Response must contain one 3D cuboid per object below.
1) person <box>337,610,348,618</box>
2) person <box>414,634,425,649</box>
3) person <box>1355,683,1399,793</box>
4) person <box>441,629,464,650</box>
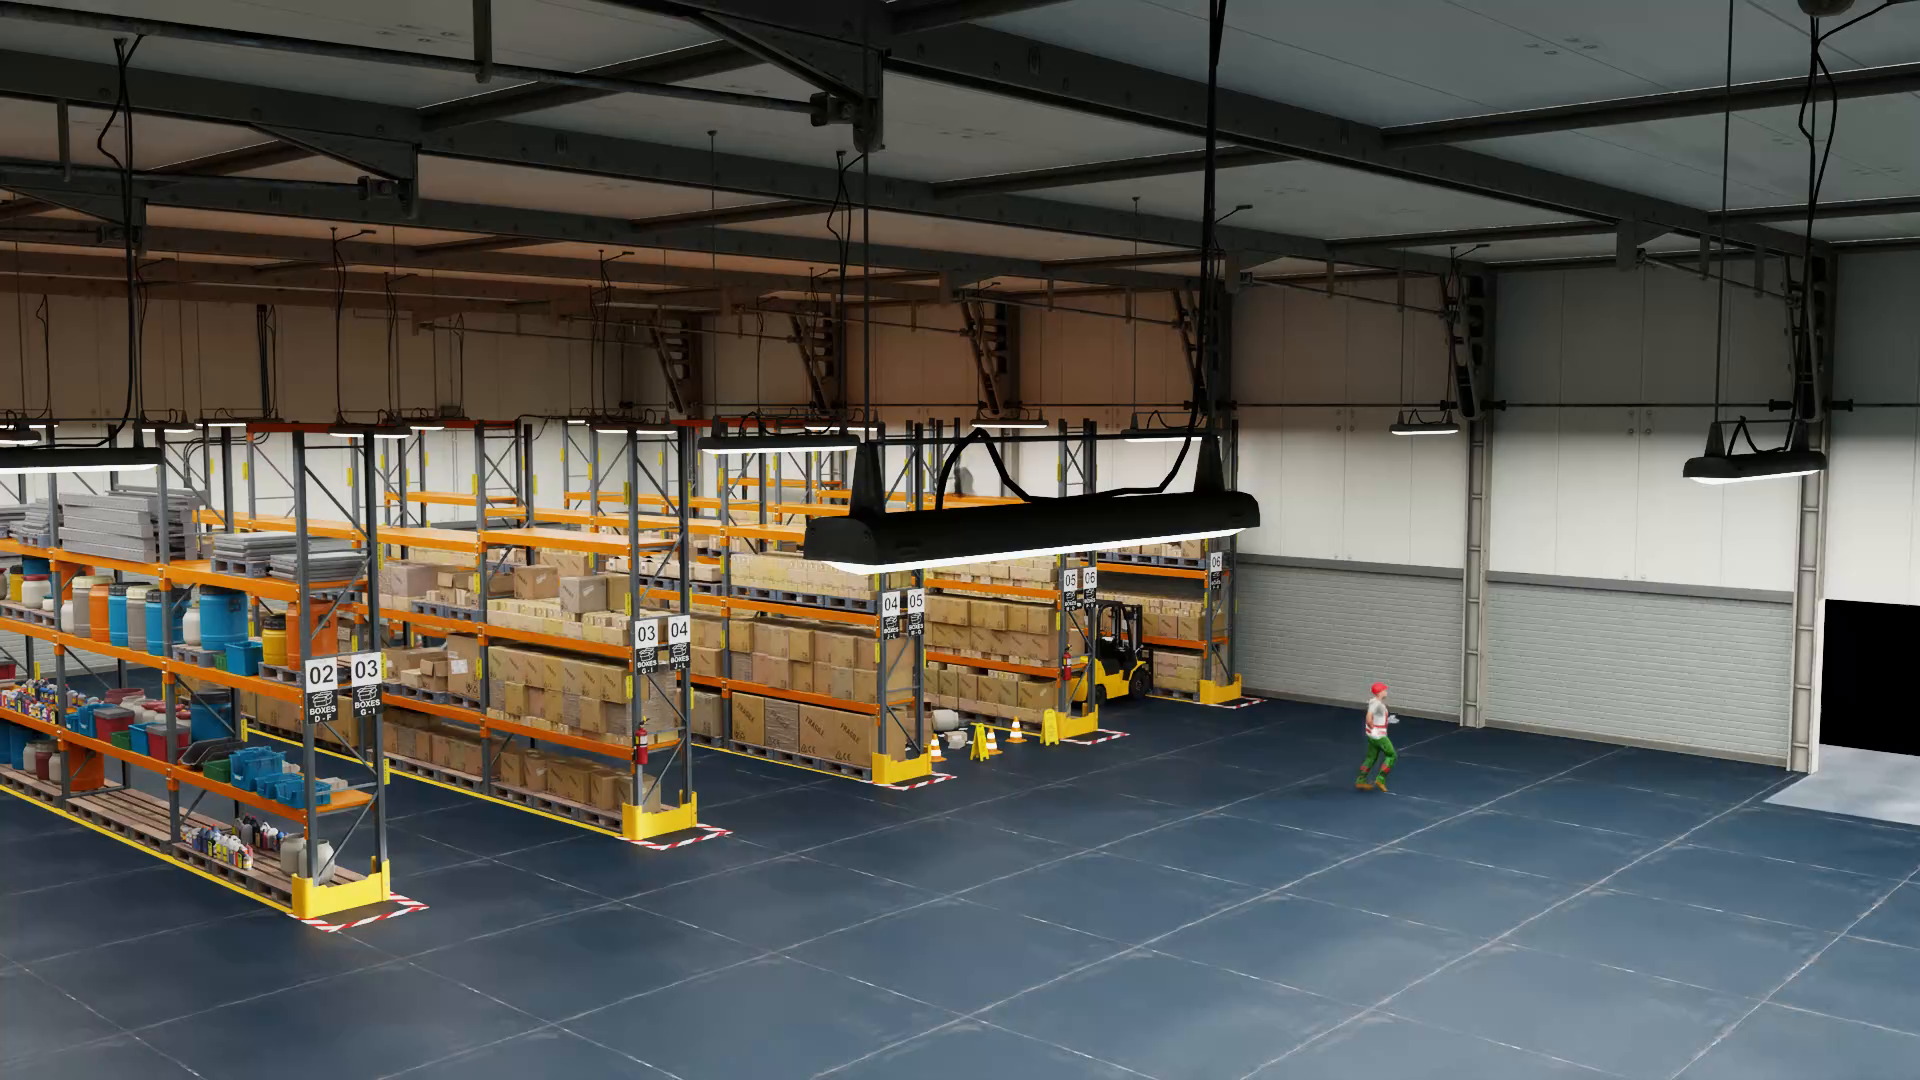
[{"bbox_3d":[-14.485,2.399,38.506,0.700,1.626,0.619,2,5,26],"label":"person"},{"bbox_3d":[-10.678,2.751,32.810,0.914,1.812,0.649,4,6,41],"label":"person"},{"bbox_3d":[6.844,3.231,27.196,0.738,1.816,0.642,0,5,-4],"label":"person"},{"bbox_3d":[-10.354,2.638,34.418,0.773,1.836,0.628,3,6,35],"label":"person"}]
